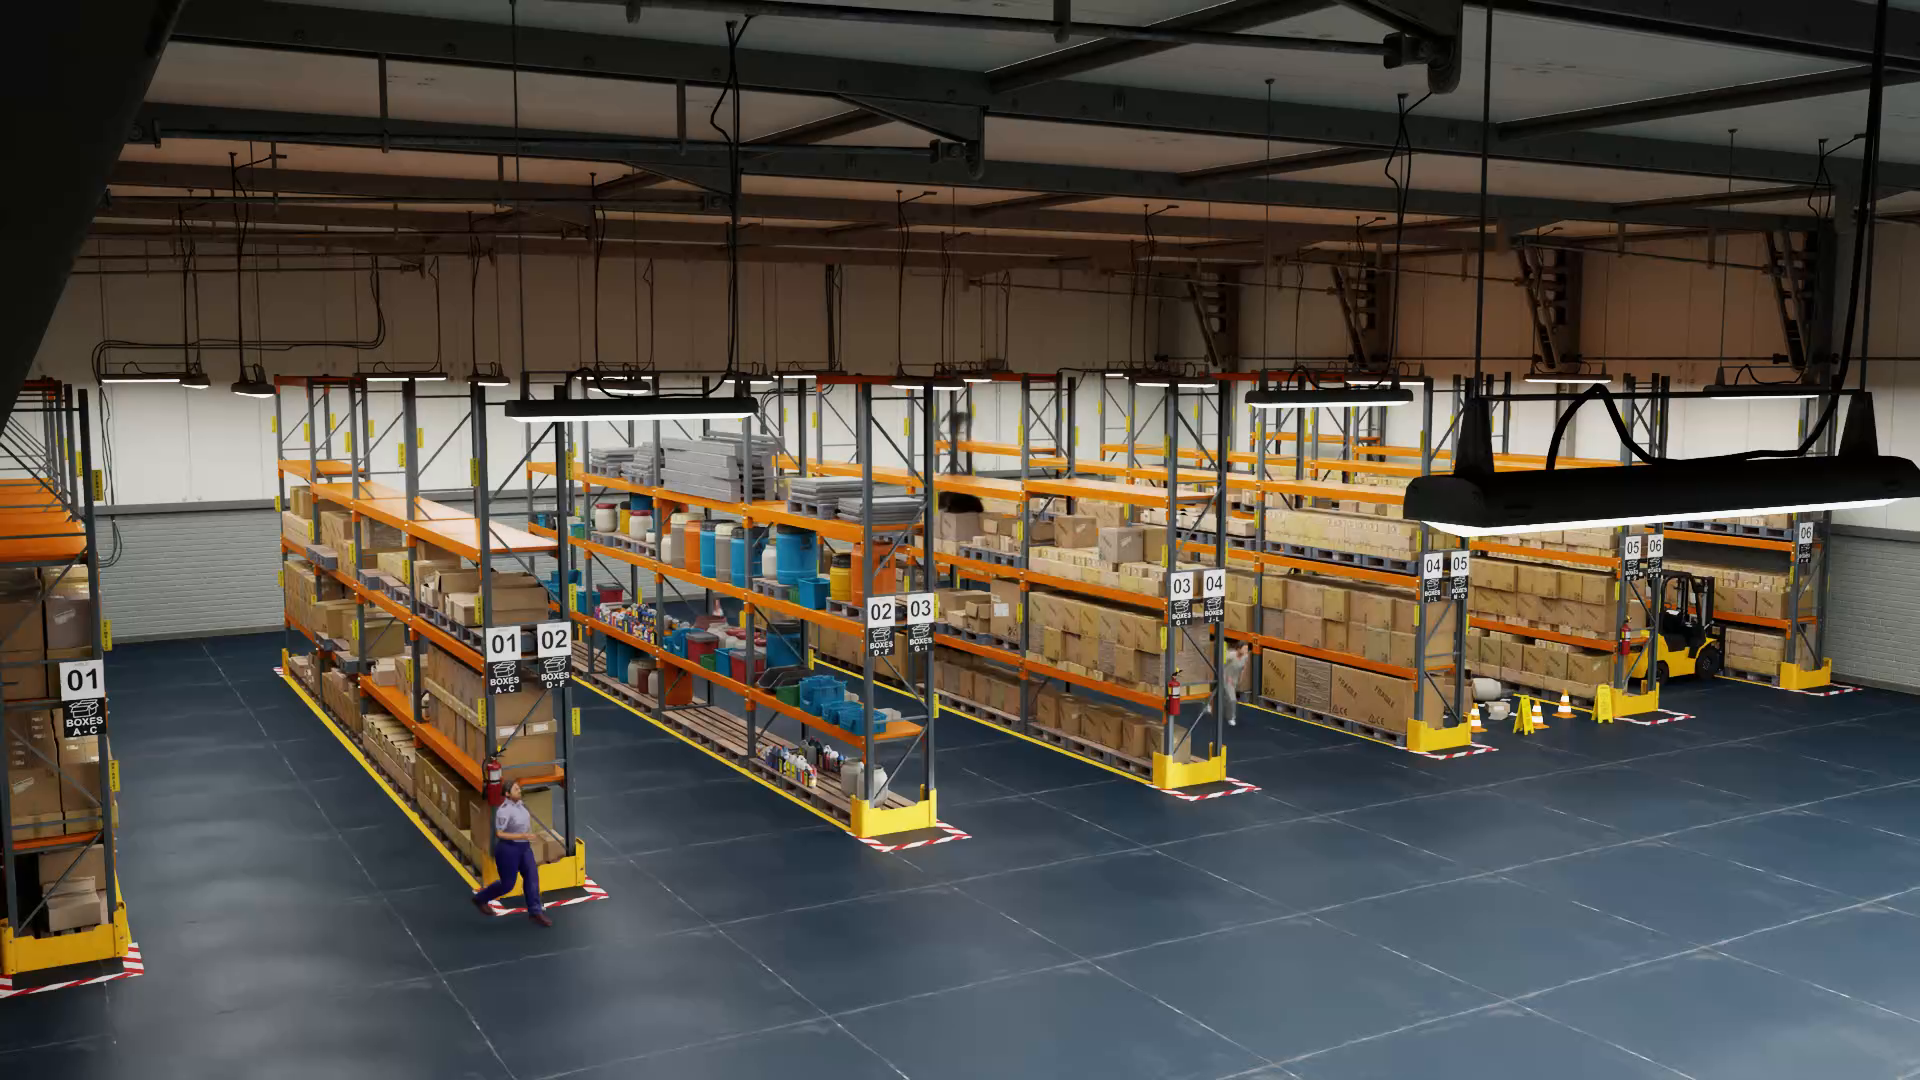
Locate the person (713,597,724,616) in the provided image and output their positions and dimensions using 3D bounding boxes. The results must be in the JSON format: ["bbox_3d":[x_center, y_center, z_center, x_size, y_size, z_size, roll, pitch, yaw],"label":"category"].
[{"bbox_3d":[-4.845,1.939,32.828,0.532,1.609,0.804,-6,8,-42],"label":"person"}]

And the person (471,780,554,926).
[{"bbox_3d":[-5.010,3.489,18.568,0.921,1.661,0.606,1,6,13],"label":"person"}]

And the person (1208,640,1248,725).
[{"bbox_3d":[4.658,2.539,28.942,0.567,1.316,0.963,-4,7,-32],"label":"person"}]
